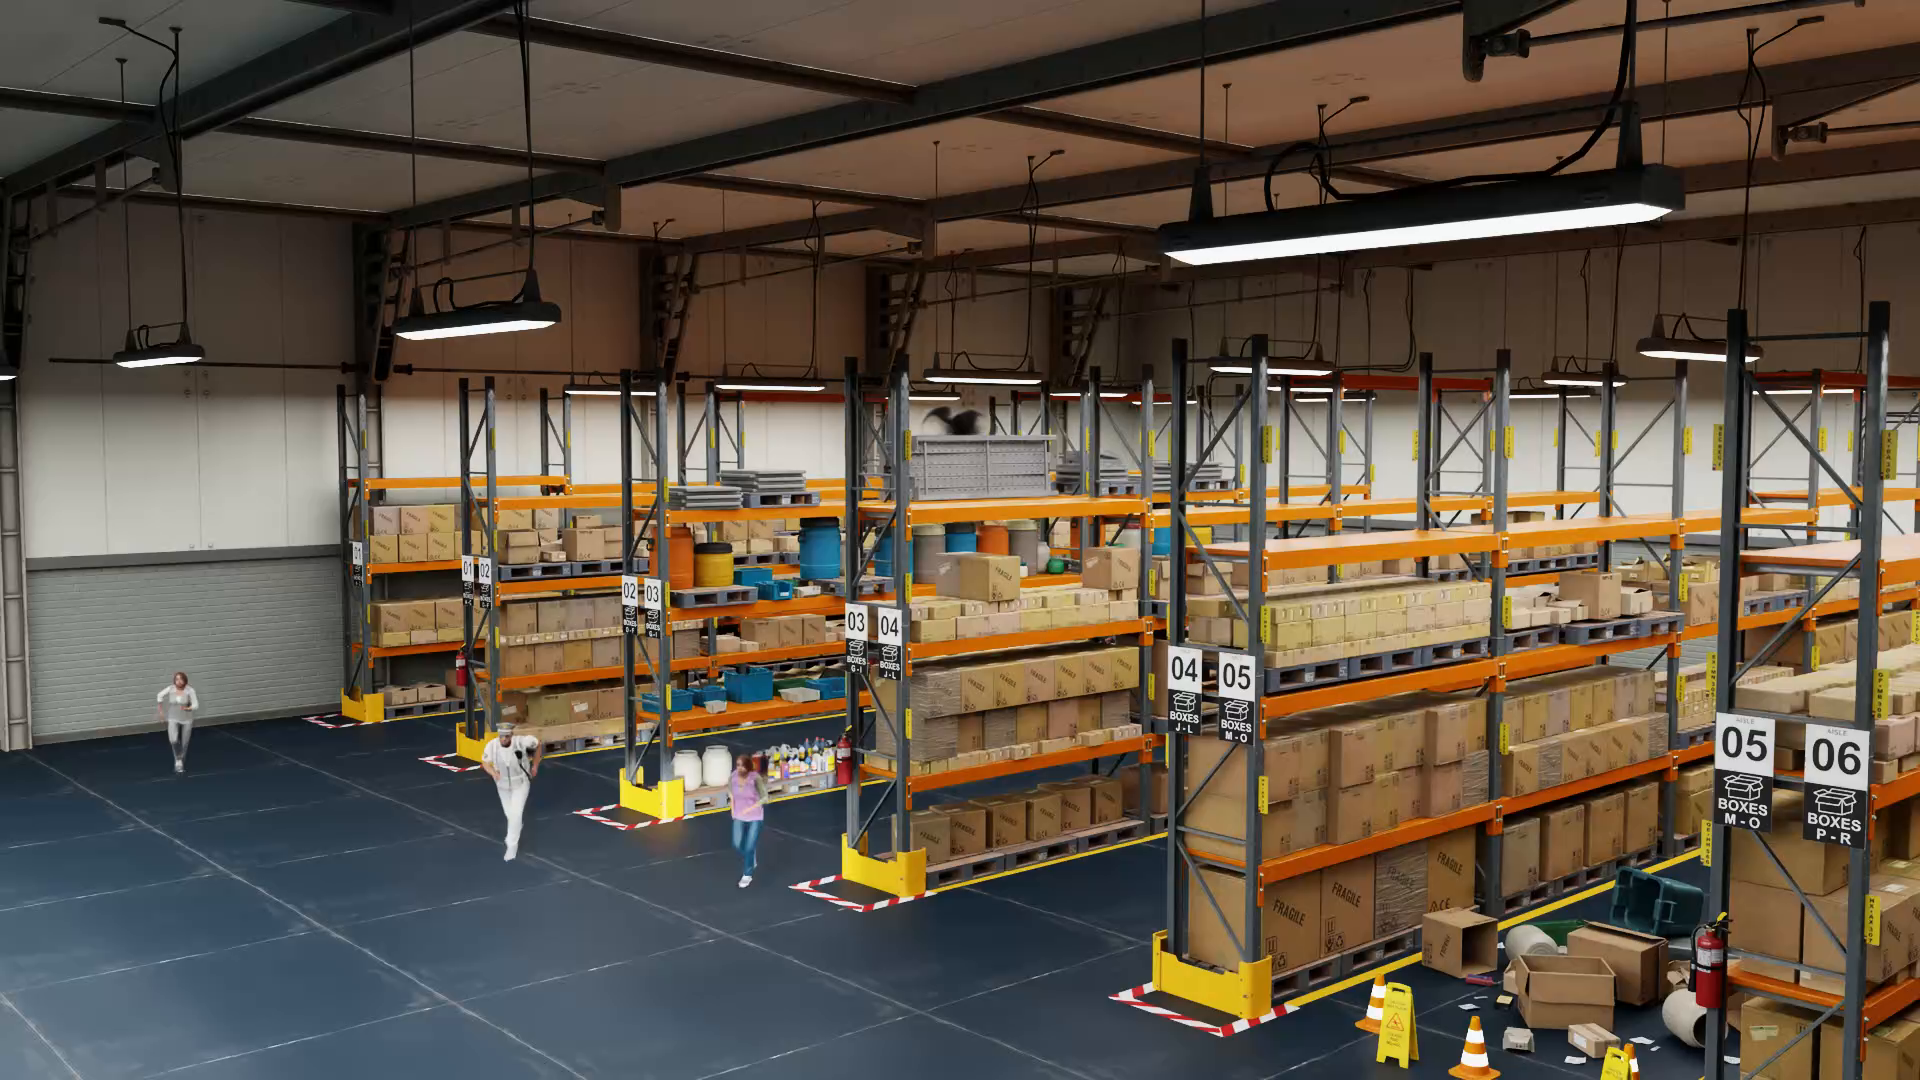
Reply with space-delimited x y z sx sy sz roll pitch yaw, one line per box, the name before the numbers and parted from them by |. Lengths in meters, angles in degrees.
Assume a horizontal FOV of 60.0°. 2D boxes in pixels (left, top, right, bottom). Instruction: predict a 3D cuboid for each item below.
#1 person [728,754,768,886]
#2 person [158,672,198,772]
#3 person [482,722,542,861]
person | -2.410 3.165 18.813 0.514 1.531 0.596 1 4 9
person | -11.686 2.737 24.863 0.566 1.549 0.721 -1 4 -22
person | -5.476 3.026 20.411 0.706 1.722 1.018 0 4 -5
